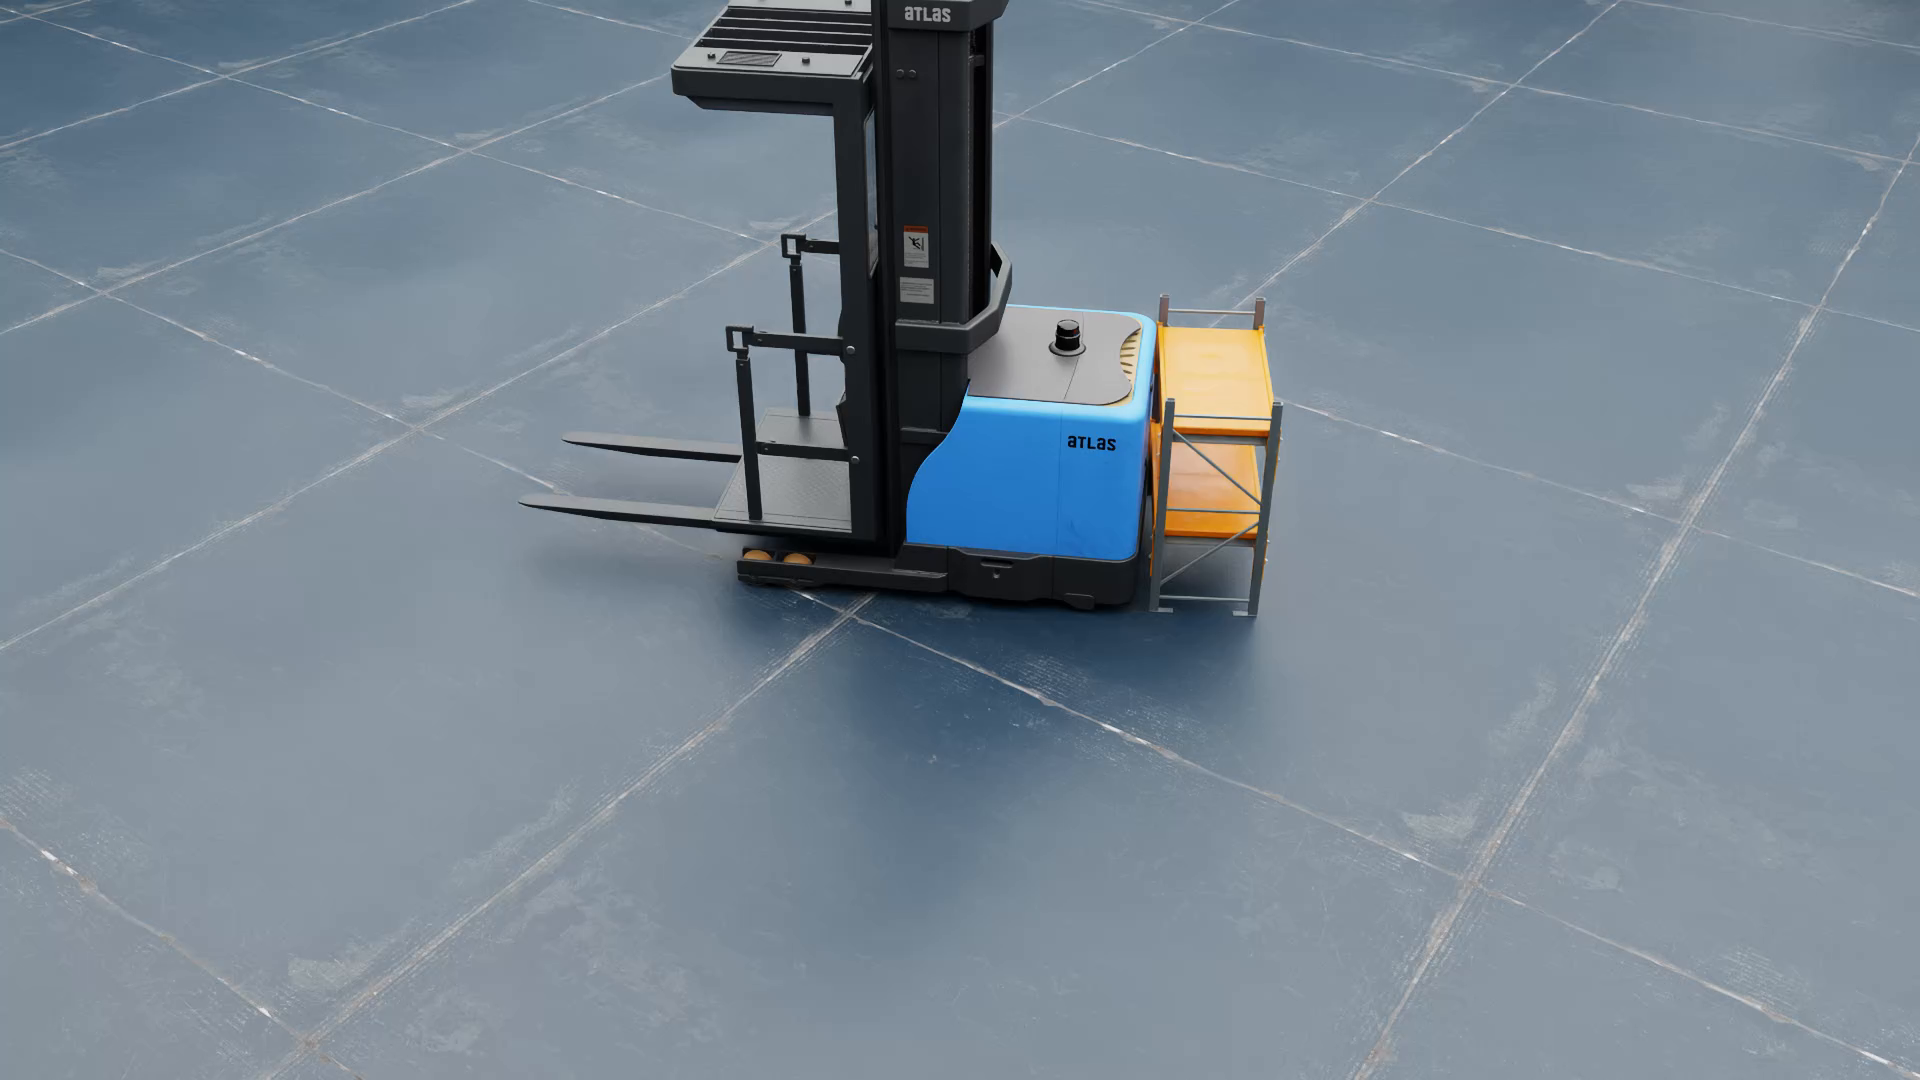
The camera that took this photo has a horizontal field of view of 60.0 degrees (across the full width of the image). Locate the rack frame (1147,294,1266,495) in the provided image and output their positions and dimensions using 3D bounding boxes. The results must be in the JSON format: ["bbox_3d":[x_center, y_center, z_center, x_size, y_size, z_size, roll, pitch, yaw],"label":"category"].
[{"bbox_3d":[1.210,-0.696,8.274,0.500,1.125,0.032,2,34,4],"label":"rack frame"}]

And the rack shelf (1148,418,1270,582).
[{"bbox_3d":[1.171,-0.209,7.991,0.538,0.278,1.000,2,34,4],"label":"rack shelf"}]

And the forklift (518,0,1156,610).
[{"bbox_3d":[-0.615,-1.268,7.509,3.031,2.935,1.130,5,34,7],"label":"forklift"}]

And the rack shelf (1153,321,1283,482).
[{"bbox_3d":[1.171,-0.654,7.691,0.538,0.278,1.000,2,34,4],"label":"rack shelf"}]

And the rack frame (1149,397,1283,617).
[{"bbox_3d":[1.131,-0.128,7.435,0.500,1.125,0.032,2,34,4],"label":"rack frame"}]

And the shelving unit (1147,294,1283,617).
[{"bbox_3d":[1.171,-0.412,7.855,0.538,1.125,1.048,2,34,4],"label":"shelving unit"}]
